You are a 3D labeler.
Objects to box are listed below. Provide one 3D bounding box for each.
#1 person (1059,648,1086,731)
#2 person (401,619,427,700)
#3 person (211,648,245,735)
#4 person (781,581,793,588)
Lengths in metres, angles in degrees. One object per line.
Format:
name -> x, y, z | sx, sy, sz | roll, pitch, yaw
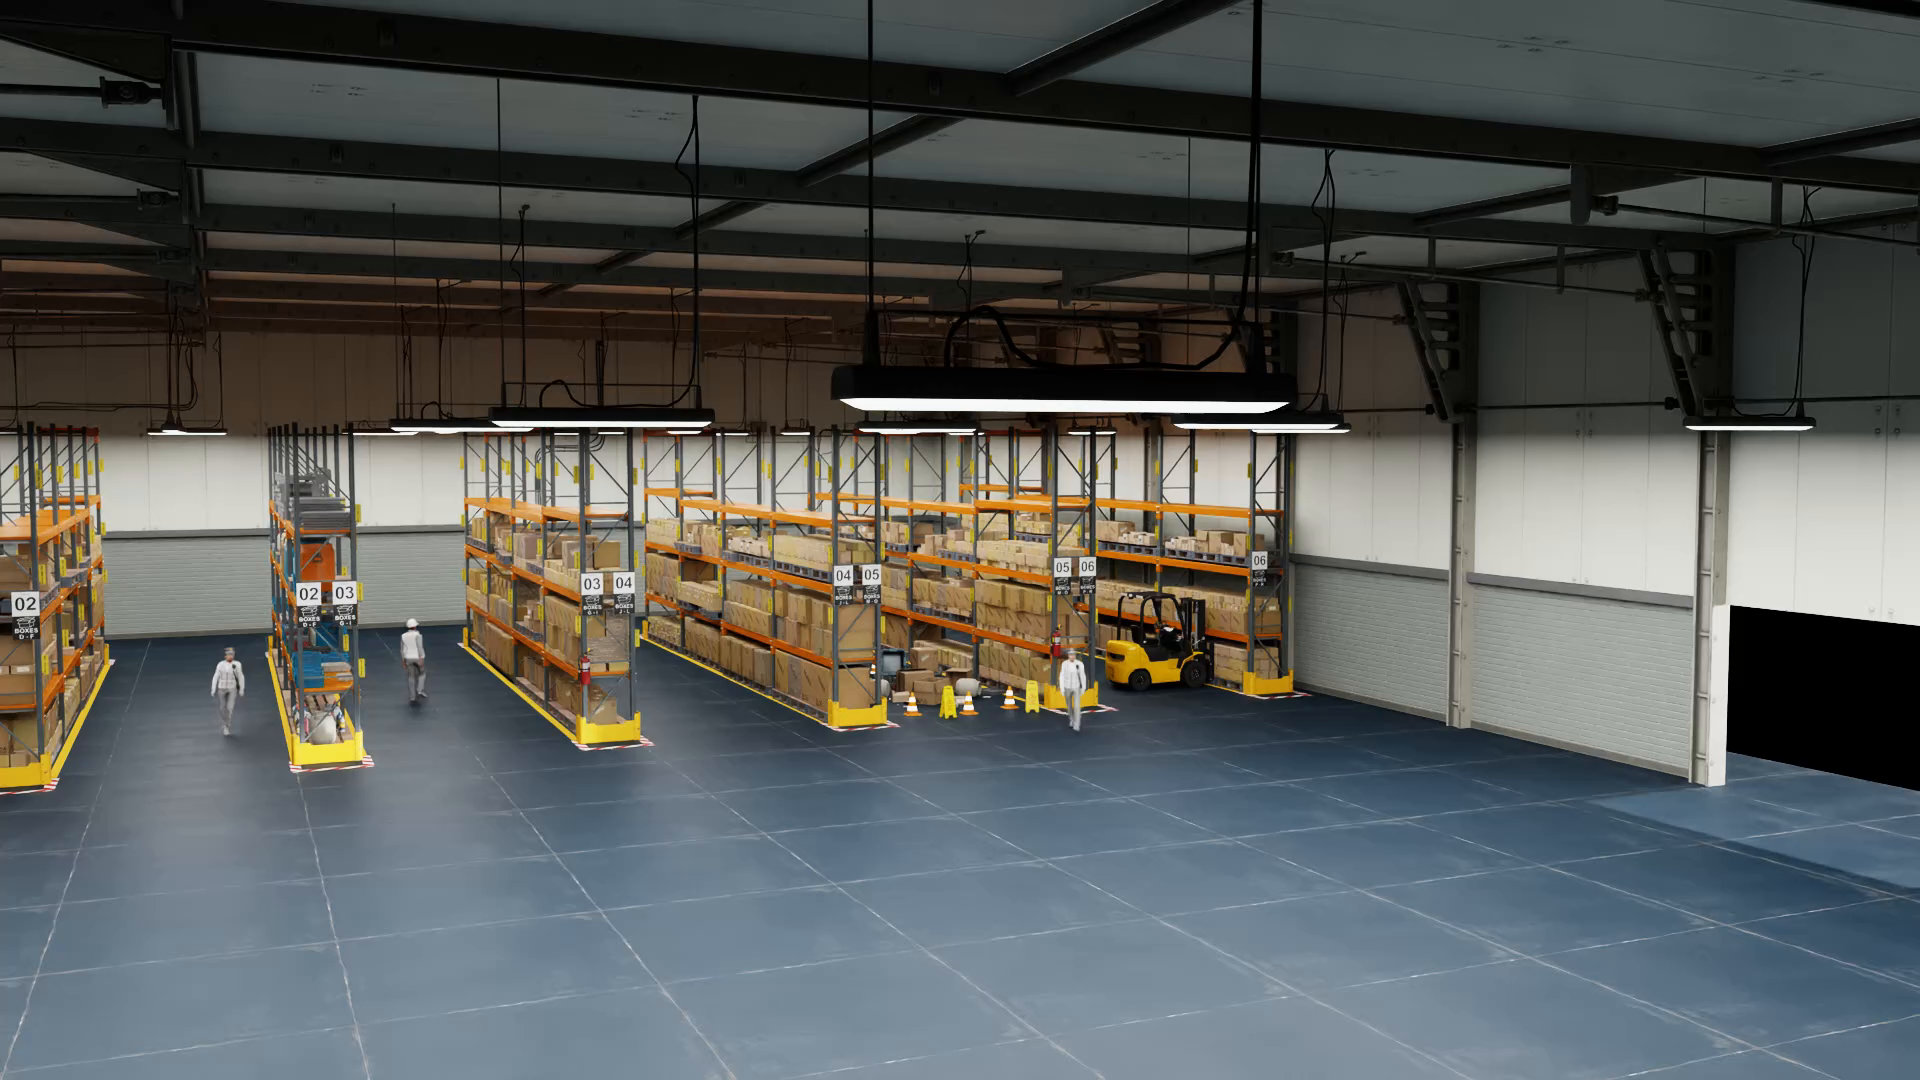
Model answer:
person -> 2.203, 2.905, 32.560 | 0.515, 1.616, 1.032 | 1, 4, 18
person -> -11.957, 2.611, 36.358 | 0.541, 1.761, 0.541 | -1, 4, -11
person -> -14.262, 2.939, 32.424 | 0.566, 1.702, 0.662 | -1, 4, -14
person -> -4.993, 1.967, 47.704 | 0.658, 1.623, 1.129 | -1, 4, -21
